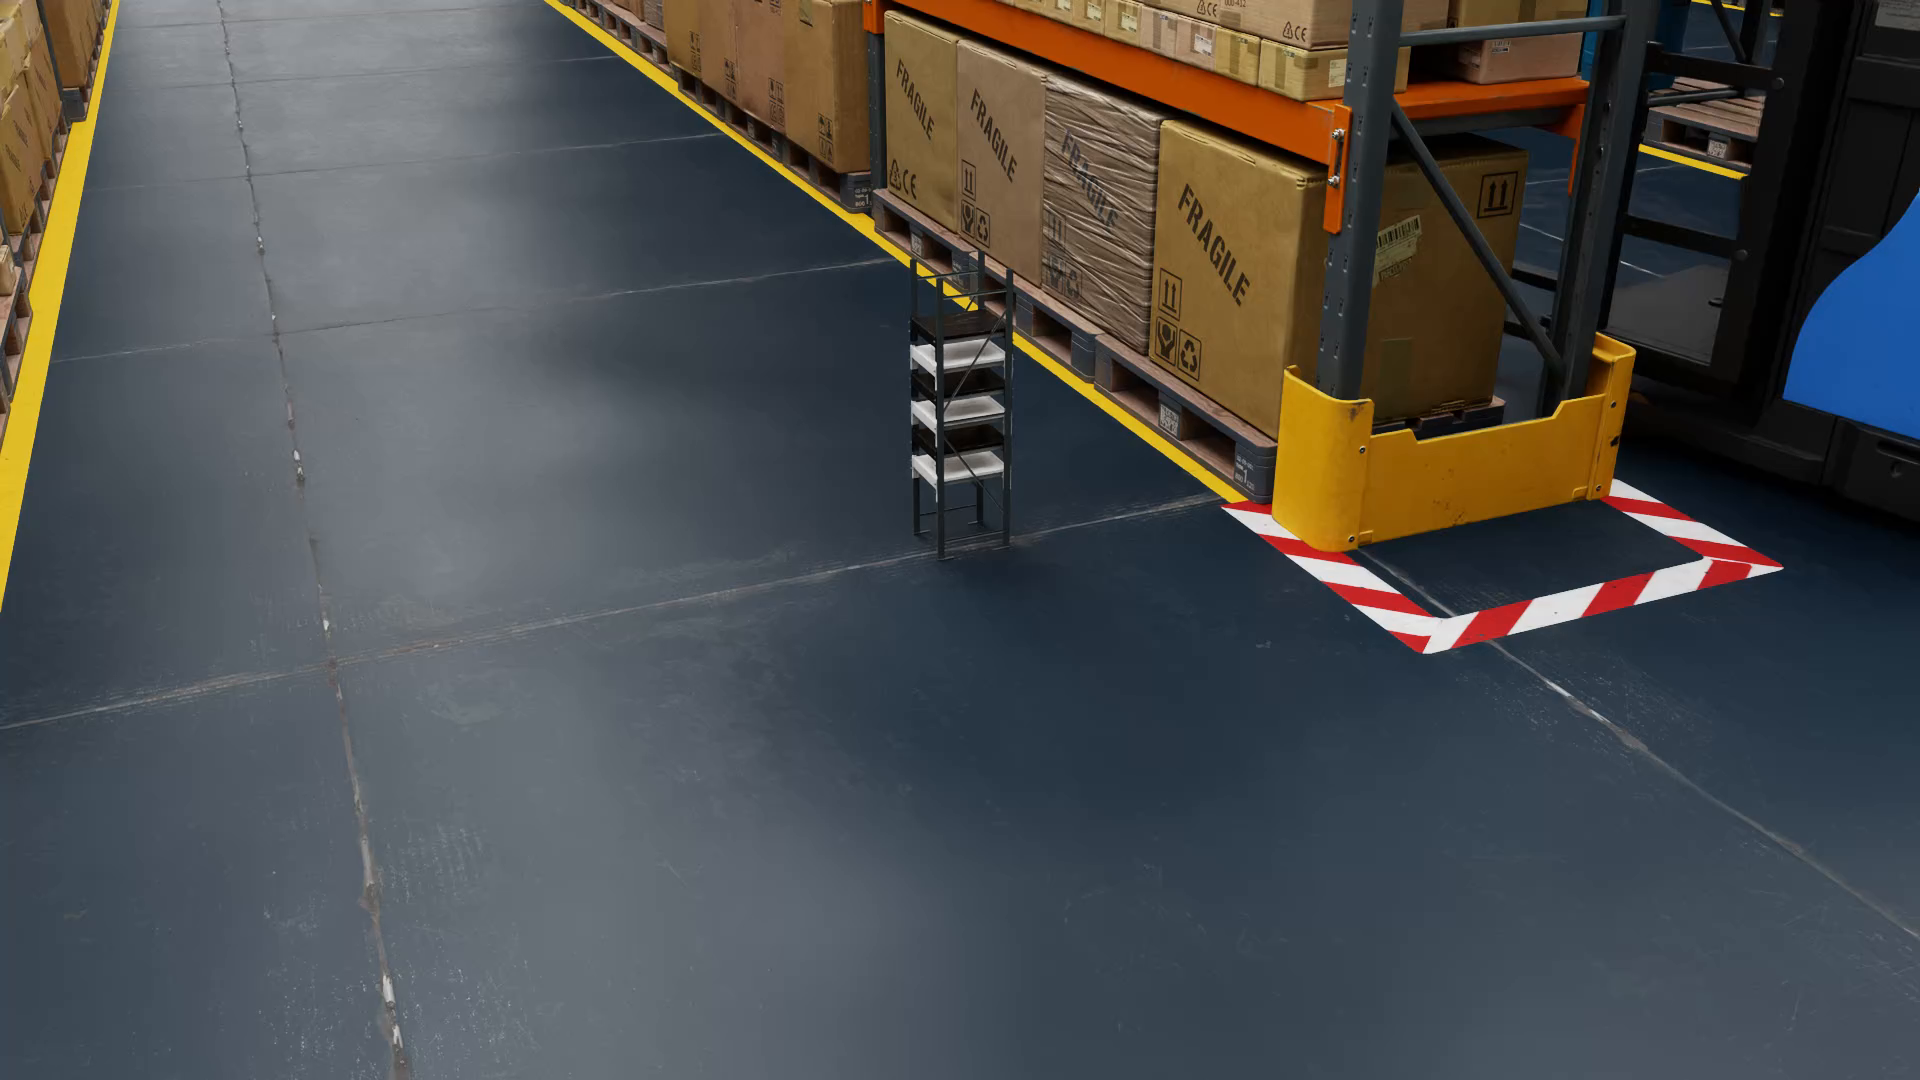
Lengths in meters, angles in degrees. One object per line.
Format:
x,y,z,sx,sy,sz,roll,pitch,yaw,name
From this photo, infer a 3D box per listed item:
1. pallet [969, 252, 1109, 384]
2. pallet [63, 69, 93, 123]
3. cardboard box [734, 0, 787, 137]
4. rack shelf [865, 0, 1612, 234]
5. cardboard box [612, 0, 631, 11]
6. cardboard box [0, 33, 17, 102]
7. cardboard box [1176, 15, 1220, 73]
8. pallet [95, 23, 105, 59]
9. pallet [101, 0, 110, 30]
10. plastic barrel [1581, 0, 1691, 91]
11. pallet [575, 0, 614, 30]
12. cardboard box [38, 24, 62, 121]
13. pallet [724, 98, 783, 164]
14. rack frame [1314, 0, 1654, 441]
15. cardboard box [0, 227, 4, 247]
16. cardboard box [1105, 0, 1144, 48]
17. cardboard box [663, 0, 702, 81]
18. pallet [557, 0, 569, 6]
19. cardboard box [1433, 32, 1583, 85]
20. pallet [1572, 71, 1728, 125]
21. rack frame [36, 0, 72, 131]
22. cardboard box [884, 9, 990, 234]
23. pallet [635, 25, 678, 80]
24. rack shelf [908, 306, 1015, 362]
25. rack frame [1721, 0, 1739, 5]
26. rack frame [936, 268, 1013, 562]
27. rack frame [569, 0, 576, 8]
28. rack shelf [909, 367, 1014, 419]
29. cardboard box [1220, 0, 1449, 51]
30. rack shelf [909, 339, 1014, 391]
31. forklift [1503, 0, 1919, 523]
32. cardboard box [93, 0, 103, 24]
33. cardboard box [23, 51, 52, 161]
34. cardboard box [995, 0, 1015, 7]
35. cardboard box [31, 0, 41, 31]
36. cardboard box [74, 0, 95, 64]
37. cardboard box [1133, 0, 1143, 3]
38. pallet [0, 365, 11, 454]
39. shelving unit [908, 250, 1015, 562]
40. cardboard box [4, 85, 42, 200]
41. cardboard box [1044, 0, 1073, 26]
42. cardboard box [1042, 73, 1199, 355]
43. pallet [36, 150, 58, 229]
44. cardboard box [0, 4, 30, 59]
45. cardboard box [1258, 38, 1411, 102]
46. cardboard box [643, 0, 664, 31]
0.728,-1.026,7.111,1.003,0.211,1.213,-11,28,-21,pallet
-6.388,-2.975,11.102,1.003,0.211,1.213,-11,28,-21,pallet
-0.599,-2.943,9.801,1.225,0.875,0.875,-12,28,-22,cardboard box
0.804,-1.962,6.670,1.077,0.370,4.000,-11,28,-21,rack shelf
-2.503,-4.724,13.854,0.700,0.500,0.500,-13,29,-25,cardboard box
-4.840,-2.242,7.939,0.500,0.250,0.500,-10,28,-19,cardboard box
0.944,-1.659,5.516,0.380,0.149,0.250,-11,28,-20,cardboard box
-7.344,-3.960,13.119,1.003,0.211,1.213,-11,28,-21,pallet
-7.941,-4.579,14.387,1.003,0.211,1.213,-11,28,-21,pallet
4.381,-3.412,10.733,0.600,0.901,0.708,-11,28,-21,plastic barrel
-2.806,-4.756,14.749,1.003,0.211,1.213,-11,28,-21,pallet
-5.651,-2.741,9.816,0.500,0.500,0.500,-11,28,-21,cardboard box
-0.832,-2.632,10.400,1.003,0.211,1.213,-11,28,-21,pallet
1.587,-1.478,4.859,1.000,3.000,0.127,-11,28,-21,rack frame
-4.167,-1.250,6.824,0.380,0.149,0.250,-10,28,-20,cardboard box
0.743,-1.865,5.936,0.380,0.149,0.250,-11,28,-22,cardboard box
-1.295,-3.660,11.270,1.225,0.875,0.875,-12,28,-23,cardboard box
-3.408,-5.335,15.936,1.003,0.211,1.213,-11,28,-21,pallet
1.752,-1.565,5.324,0.380,0.149,0.250,-10,28,-20,cardboard box
4.314,-3.010,11.174,1.003,0.211,1.213,-11,28,-21,pallet
-6.149,-3.896,9.812,1.000,3.000,0.127,-11,28,-21,rack frame
0.206,-2.047,7.966,0.875,0.875,0.875,-11,28,-21,cardboard box
-1.850,-3.771,12.732,1.003,0.211,1.213,-11,28,-21,pallet
0.003,-0.614,4.942,0.258,0.077,0.200,-11,28,-21,rack shelf
7.571,-6.408,14.957,1.000,3.000,0.127,-11,28,-21,rack frame
0.043,-0.360,4.962,0.240,0.900,0.006,-11,28,-21,rack frame
-3.112,-6.323,14.781,1.000,3.000,0.127,-11,28,-21,rack frame
0.003,-0.452,5.021,0.258,0.077,0.200,-11,28,-21,rack shelf
1.153,-1.695,5.134,0.500,0.250,0.500,-11,28,-21,cardboard box
0.003,-0.533,4.981,0.258,0.077,0.200,-11,28,-21,rack shelf
2.854,-1.799,5.594,1.130,2.935,3.031,-18,31,-33,forklift
-7.390,-4.454,13.039,1.050,0.750,0.750,-11,28,-21,cardboard box
-5.229,-2.320,8.954,0.500,0.500,0.500,-12,28,-23,cardboard box
0.339,-2.280,6.788,0.380,0.149,0.250,-10,28,-20,cardboard box
-5.640,-3.068,9.630,0.500,0.250,0.500,-11,28,-22,cardboard box
-6.650,-3.688,11.470,1.050,0.750,0.750,-10,28,-20,cardboard box
0.756,-2.105,5.974,0.500,0.250,0.500,-12,28,-22,cardboard box
-3.805,-0.270,5.563,1.003,0.211,1.213,-11,28,-21,pallet
0.003,-0.401,5.046,0.258,0.900,0.210,-11,28,-21,shelving unit
-4.837,-1.904,8.102,0.500,0.500,0.500,-9,28,-18,cardboard box
0.546,-2.070,6.357,0.380,0.149,0.250,-10,28,-20,cardboard box
0.907,-1.324,6.486,0.875,0.875,0.875,-11,28,-21,cardboard box
-5.370,-1.836,8.770,1.003,0.211,1.213,-11,28,-21,pallet
-5.248,-2.658,8.791,0.500,0.250,0.500,-10,28,-19,cardboard box
1.145,-1.453,5.093,0.380,0.149,0.250,-10,28,-20,cardboard box
-2.055,-4.271,12.927,0.700,0.500,0.500,-13,29,-25,cardboard box
